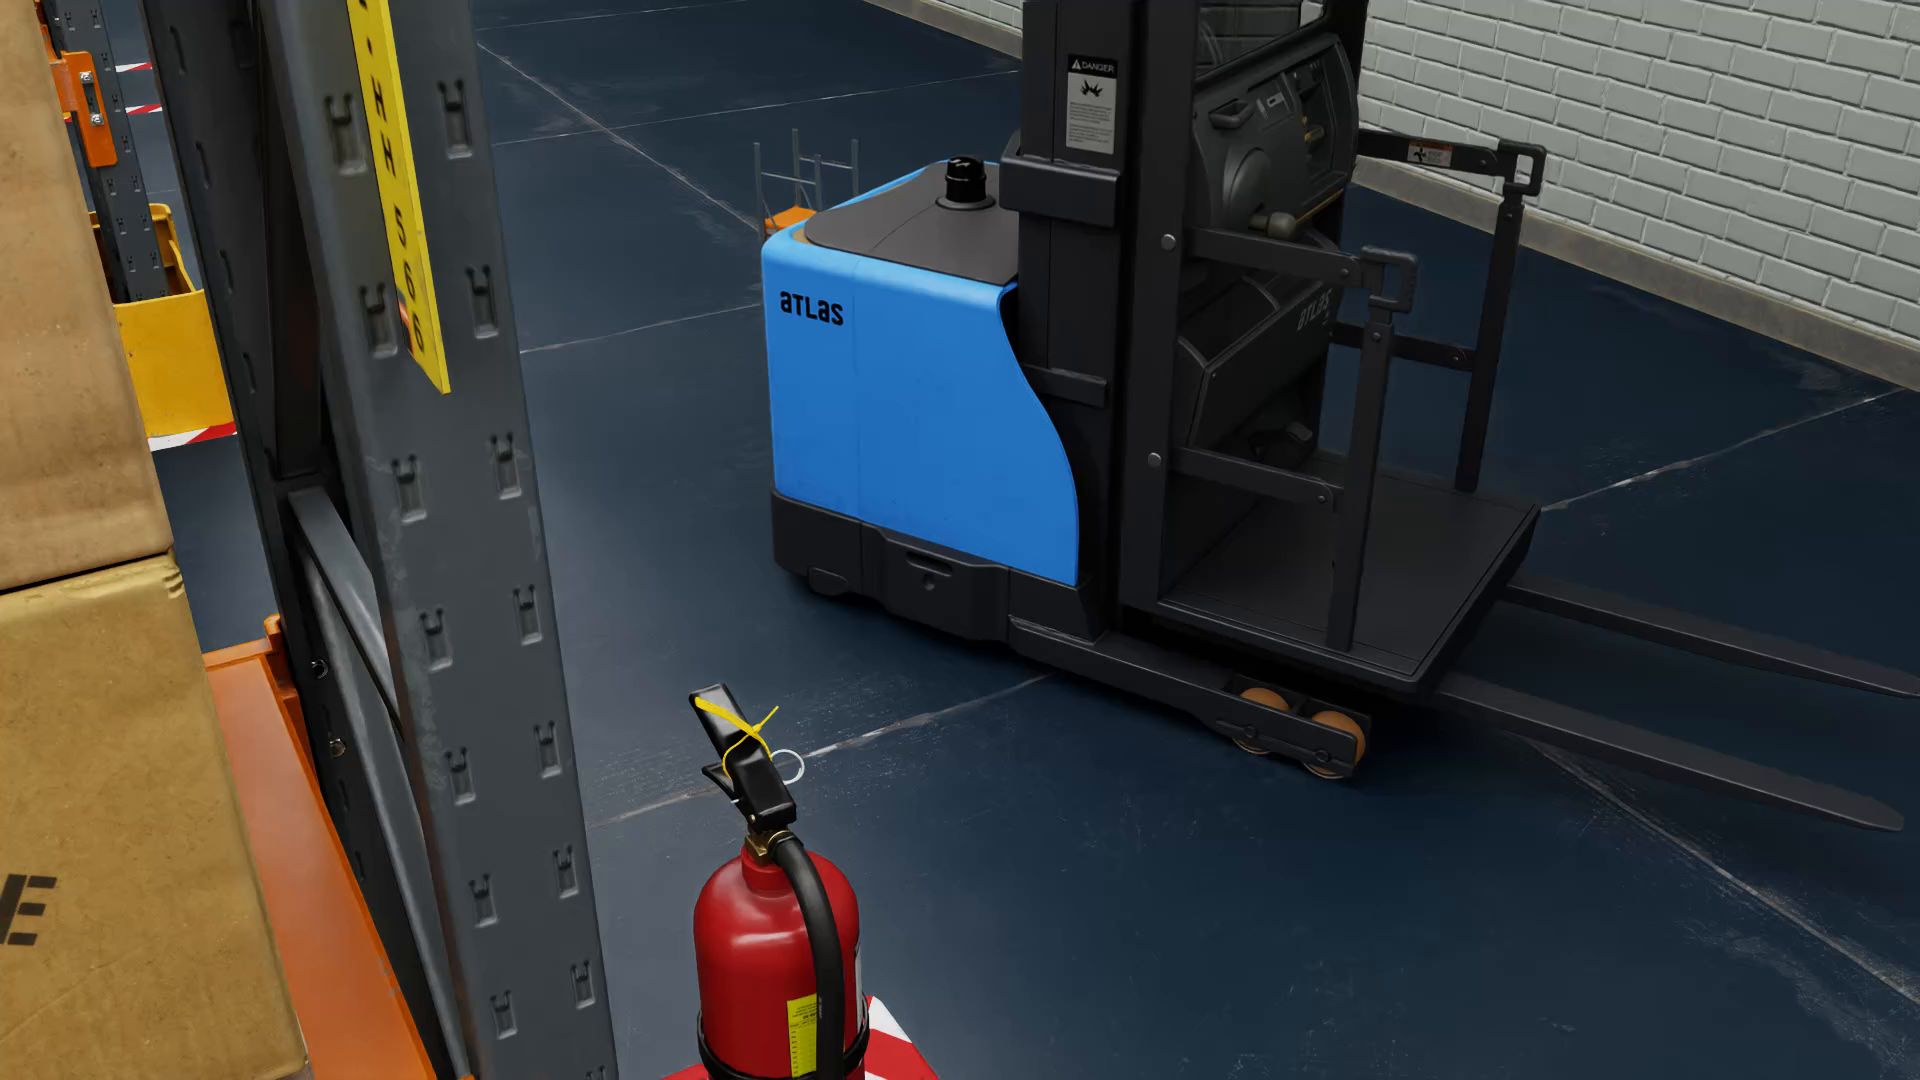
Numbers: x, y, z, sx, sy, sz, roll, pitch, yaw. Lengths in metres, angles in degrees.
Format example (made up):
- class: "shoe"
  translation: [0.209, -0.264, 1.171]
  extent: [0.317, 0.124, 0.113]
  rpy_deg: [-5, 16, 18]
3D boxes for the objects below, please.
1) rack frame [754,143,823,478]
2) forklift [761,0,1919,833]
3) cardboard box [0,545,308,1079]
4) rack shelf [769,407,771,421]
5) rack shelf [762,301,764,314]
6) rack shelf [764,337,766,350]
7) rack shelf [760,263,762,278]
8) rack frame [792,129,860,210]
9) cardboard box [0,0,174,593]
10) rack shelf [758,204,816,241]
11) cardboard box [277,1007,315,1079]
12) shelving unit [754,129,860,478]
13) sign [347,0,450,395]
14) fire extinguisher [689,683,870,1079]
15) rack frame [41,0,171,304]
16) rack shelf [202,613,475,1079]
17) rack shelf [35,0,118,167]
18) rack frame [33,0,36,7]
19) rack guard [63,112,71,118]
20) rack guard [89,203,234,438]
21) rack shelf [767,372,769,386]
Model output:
- class: "rack frame"
  translation: [-0.502, -0.609, 5.111]
  extent: [0.240, 1.200, 0.006]
  rpy_deg: [17, 33, 28]
- class: "forklift"
  translation: [0.959, -0.979, 3.990]
  extent: [3.031, 2.935, 1.130]
  rpy_deg: [17, 33, 28]
- class: "cardboard box"
  translation: [-0.896, 0.191, 1.388]
  extent: [0.500, 0.500, 0.500]
  rpy_deg: [-15, 32, -25]
- class: "rack shelf"
  translation: [-0.452, -0.397, 5.316]
  extent: [0.258, 0.103, 0.180]
  rpy_deg: [17, 33, 28]
- class: "rack shelf"
  translation: [-0.453, -0.712, 5.142]
  extent: [0.258, 0.103, 0.180]
  rpy_deg: [17, 33, 28]
- class: "rack shelf"
  translation: [-0.453, -0.607, 5.200]
  extent: [0.258, 0.103, 0.180]
  rpy_deg: [17, 33, 28]
- class: "rack shelf"
  translation: [-0.453, -0.817, 5.084]
  extent: [0.258, 0.103, 0.180]
  rpy_deg: [17, 33, 28]
- class: "rack frame"
  translation: [-0.404, -0.683, 5.246]
  extent: [0.240, 1.200, 0.006]
  rpy_deg: [17, 33, 28]
- class: "cardboard box"
  translation: [-0.907, -0.248, 1.149]
  extent: [0.500, 0.500, 0.500]
  rpy_deg: [-17, 33, -27]
- class: "rack shelf"
  translation: [-0.453, -0.922, 5.026]
  extent: [0.258, 0.103, 0.180]
  rpy_deg: [17, 33, 28]
- class: "cardboard box"
  translation: [-0.777, 0.456, 1.580]
  extent: [0.250, 0.149, 0.380]
  rpy_deg: [-16, 33, -26]
- class: "shelving unit"
  translation: [-0.453, -0.646, 5.179]
  extent: [0.258, 1.200, 0.189]
  rpy_deg: [17, 33, 28]
- class: "sign"
  translation: [-0.375, -0.261, 1.093]
  extent: [0.005, 0.325, 0.100]
  rpy_deg: [-16, 33, -26]
- class: "fire extinguisher"
  translation: [-0.188, 0.476, 1.749]
  extent: [0.183, 0.674, 0.296]
  rpy_deg: [-16, 33, -26]
- class: "rack frame"
  translation: [-3.064, -1.943, 5.666]
  extent: [0.127, 3.000, 1.000]
  rpy_deg: [-16, 33, -26]
- class: "rack shelf"
  translation: [-2.363, 0.953, 1.164]
  extent: [4.000, 0.370, 1.077]
  rpy_deg: [-16, 33, -26]
- class: "rack shelf"
  translation: [-4.789, -1.138, 4.953]
  extent: [4.000, 0.370, 1.077]
  rpy_deg: [-16, 33, -26]
- class: "rack frame"
  translation: [-5.574, -4.006, 9.405]
  extent: [0.127, 3.000, 1.000]
  rpy_deg: [-16, 33, -26]
- class: "rack guard"
  translation: [-5.559, -2.923, 10.029]
  extent: [0.348, 0.500, 1.175]
  rpy_deg: [-16, 33, -26]
- class: "rack guard"
  translation: [-3.044, -0.854, 6.281]
  extent: [0.348, 0.500, 1.175]
  rpy_deg: [-16, 33, -26]
- class: "rack shelf"
  translation: [-0.452, -0.502, 5.258]
  extent: [0.258, 0.103, 0.180]
  rpy_deg: [17, 33, 28]
